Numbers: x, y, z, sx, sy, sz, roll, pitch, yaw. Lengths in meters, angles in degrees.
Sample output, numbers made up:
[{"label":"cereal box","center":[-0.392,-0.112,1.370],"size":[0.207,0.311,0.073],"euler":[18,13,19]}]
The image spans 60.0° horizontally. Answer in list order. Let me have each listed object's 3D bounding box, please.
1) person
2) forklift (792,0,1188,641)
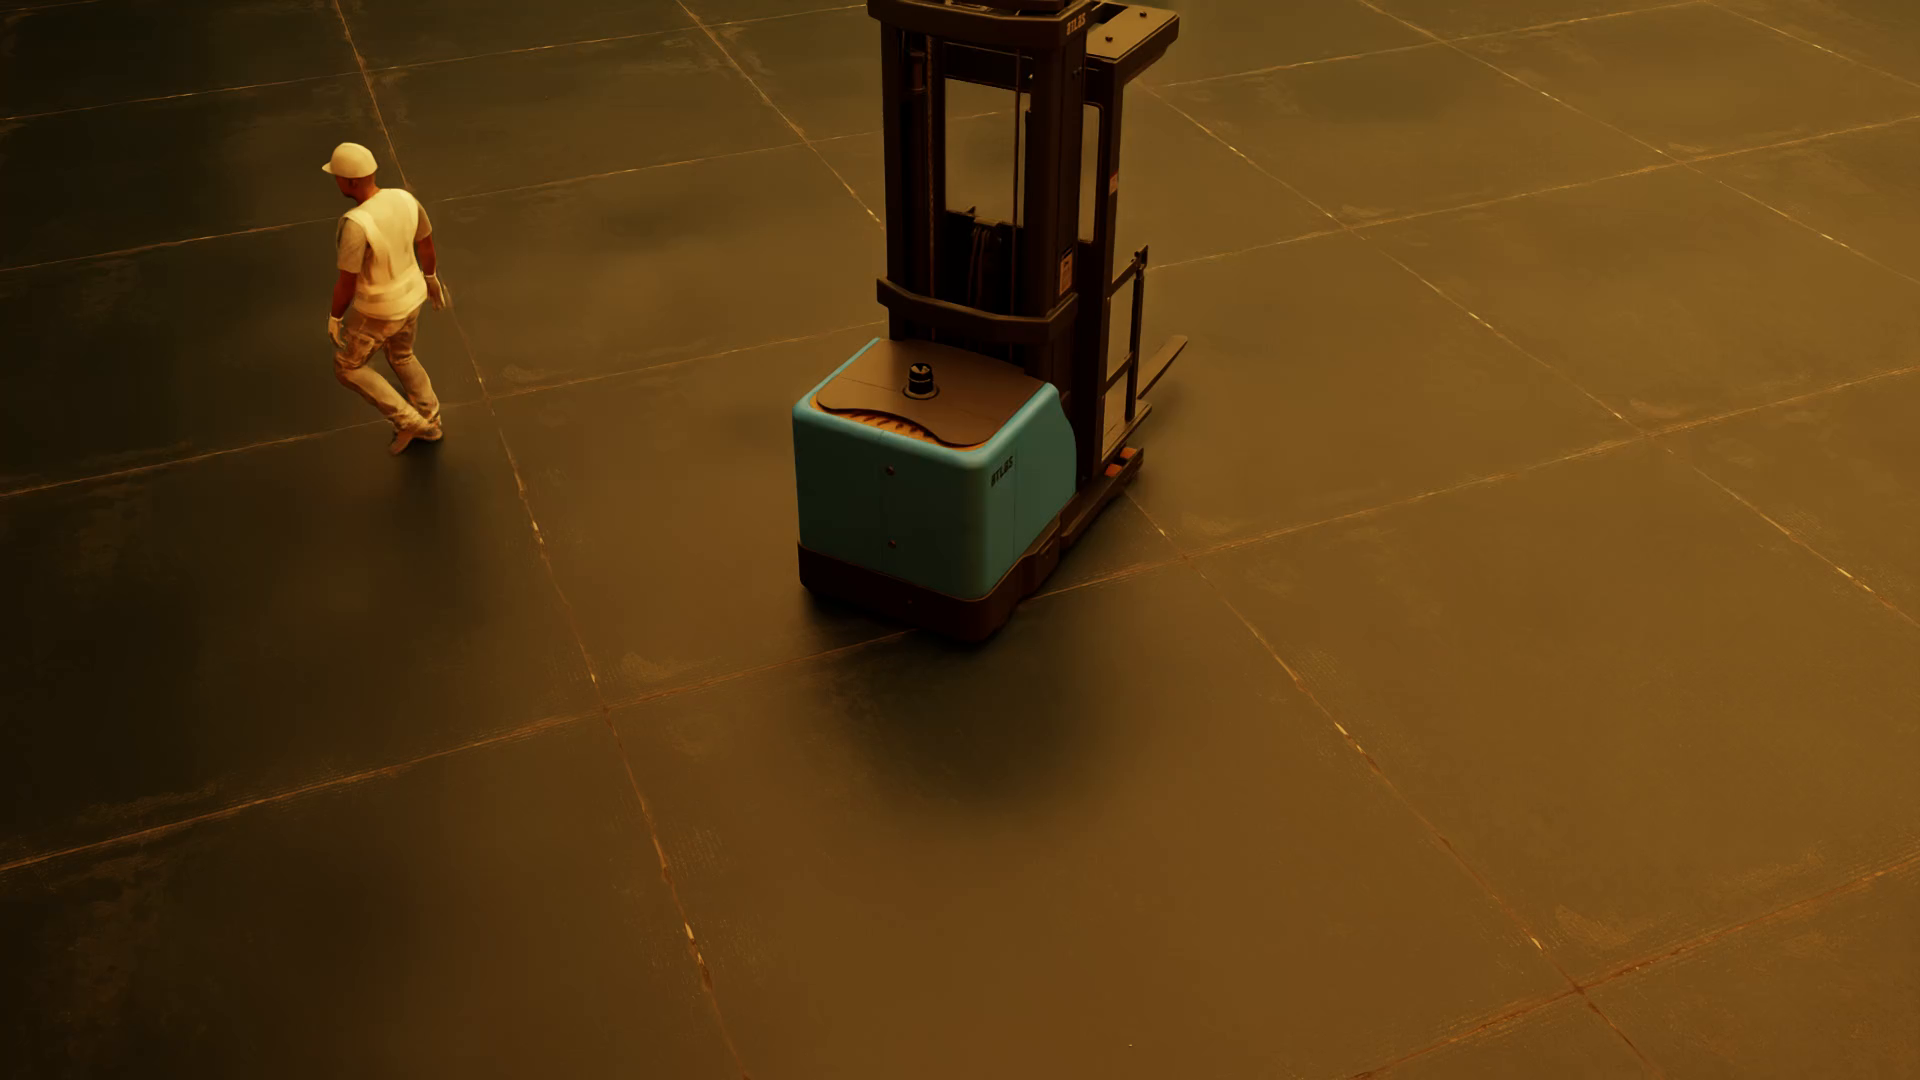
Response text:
[{"label":"person","center":[-3.112,-1.275,8.899],"size":[0.467,1.764,0.731],"euler":[9,36,13]},{"label":"forklift","center":[0.350,-1.552,8.281],"size":[1.130,2.935,3.031],"euler":[17,39,23]}]
